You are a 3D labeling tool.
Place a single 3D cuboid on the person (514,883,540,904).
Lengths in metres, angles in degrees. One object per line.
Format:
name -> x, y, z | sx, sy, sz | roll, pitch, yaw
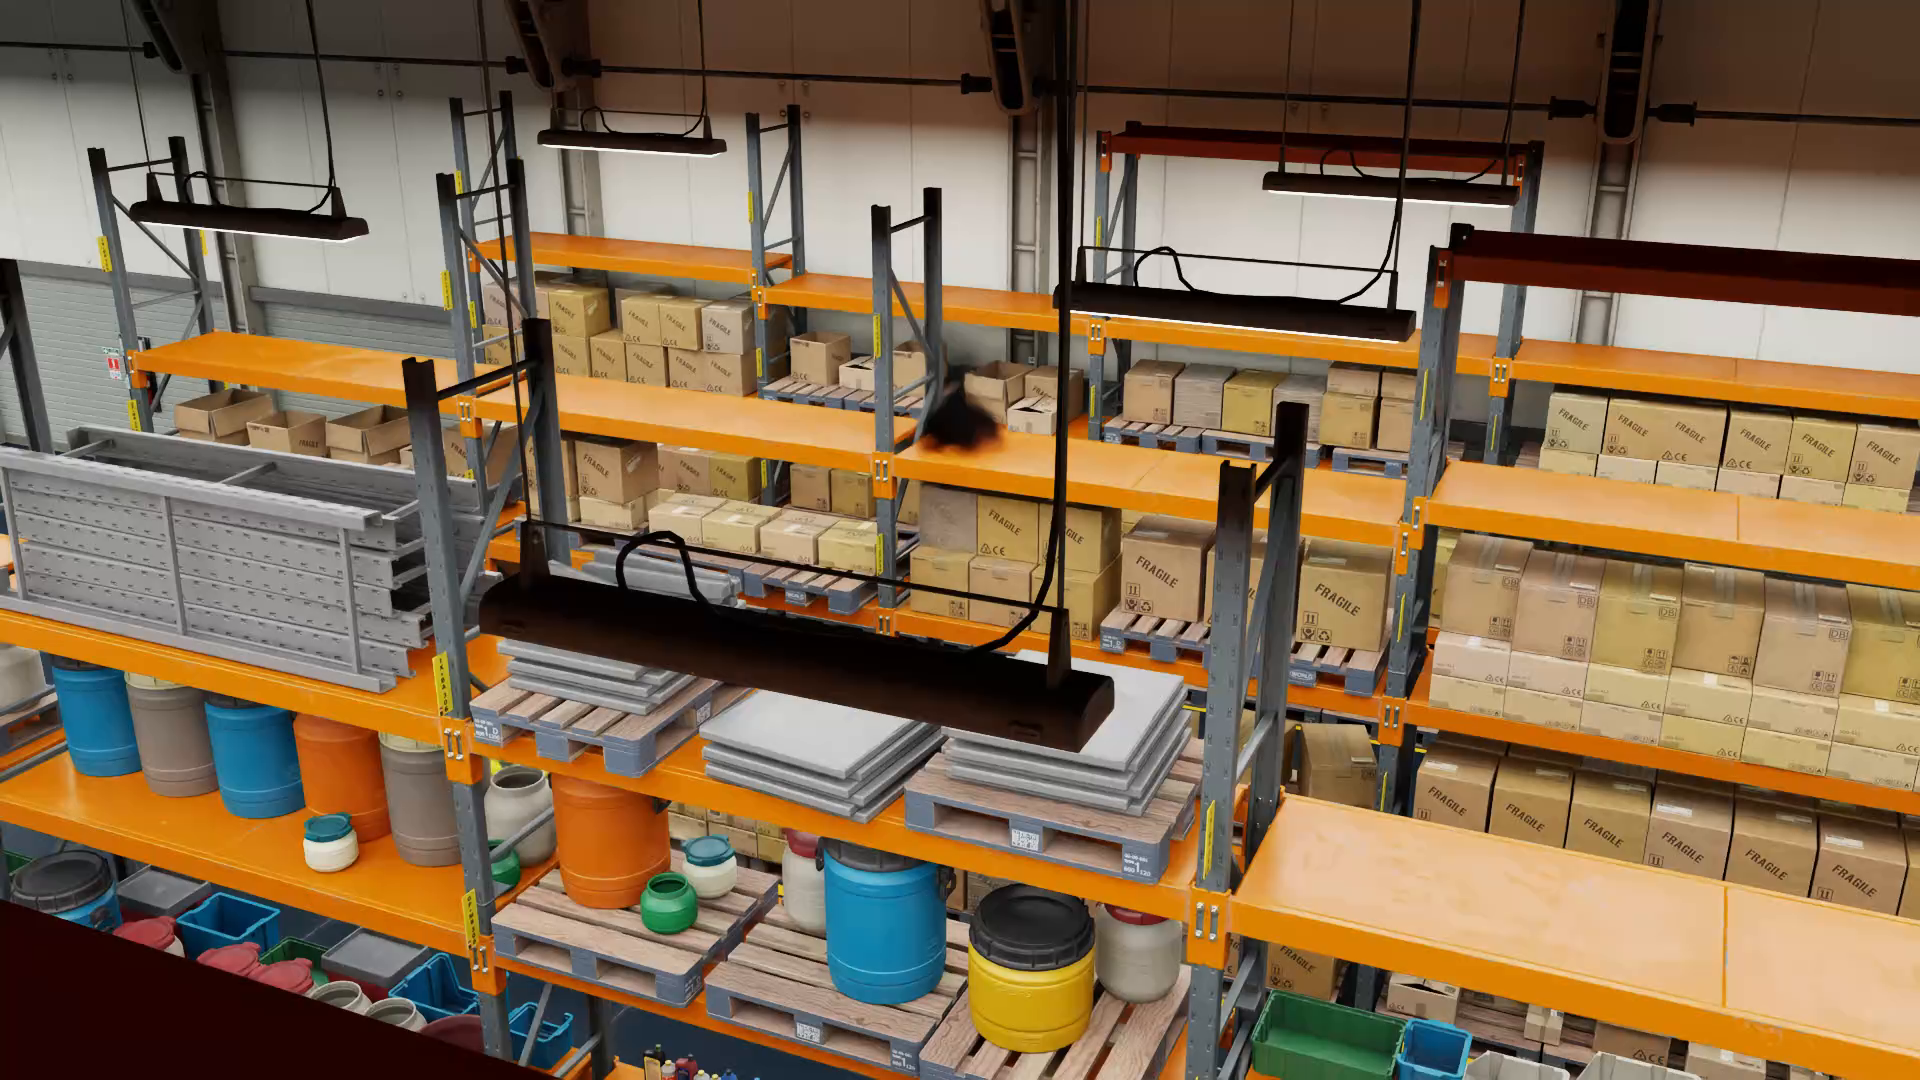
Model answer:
person -> -3.549, 2.625, 13.534 | 0.607, 1.389, 0.546 | -9, 22, -23
